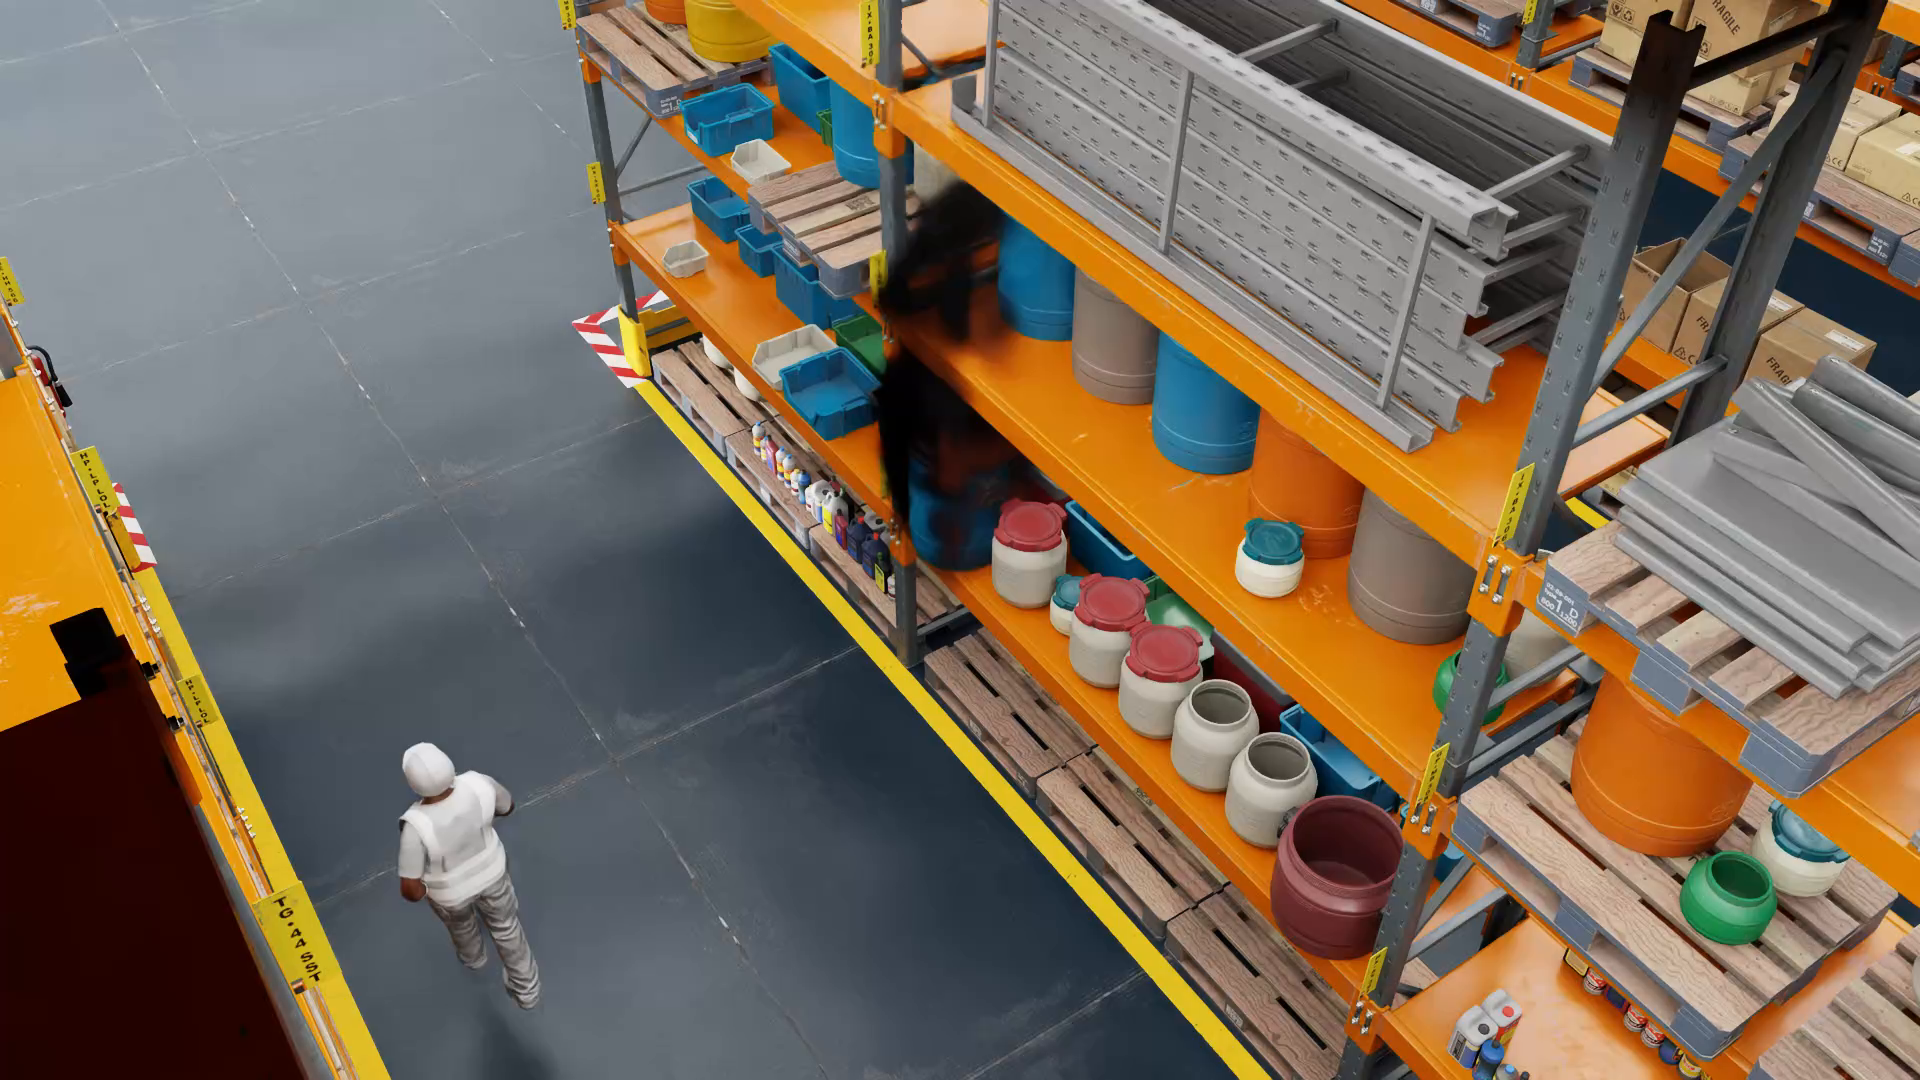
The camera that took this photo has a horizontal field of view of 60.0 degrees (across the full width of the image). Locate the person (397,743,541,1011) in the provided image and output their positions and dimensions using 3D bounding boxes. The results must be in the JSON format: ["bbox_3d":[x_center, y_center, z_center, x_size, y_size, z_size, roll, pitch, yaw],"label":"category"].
[{"bbox_3d":[-2.455,1.656,8.222,0.670,1.867,0.711,-27,49,-26],"label":"person"}]
